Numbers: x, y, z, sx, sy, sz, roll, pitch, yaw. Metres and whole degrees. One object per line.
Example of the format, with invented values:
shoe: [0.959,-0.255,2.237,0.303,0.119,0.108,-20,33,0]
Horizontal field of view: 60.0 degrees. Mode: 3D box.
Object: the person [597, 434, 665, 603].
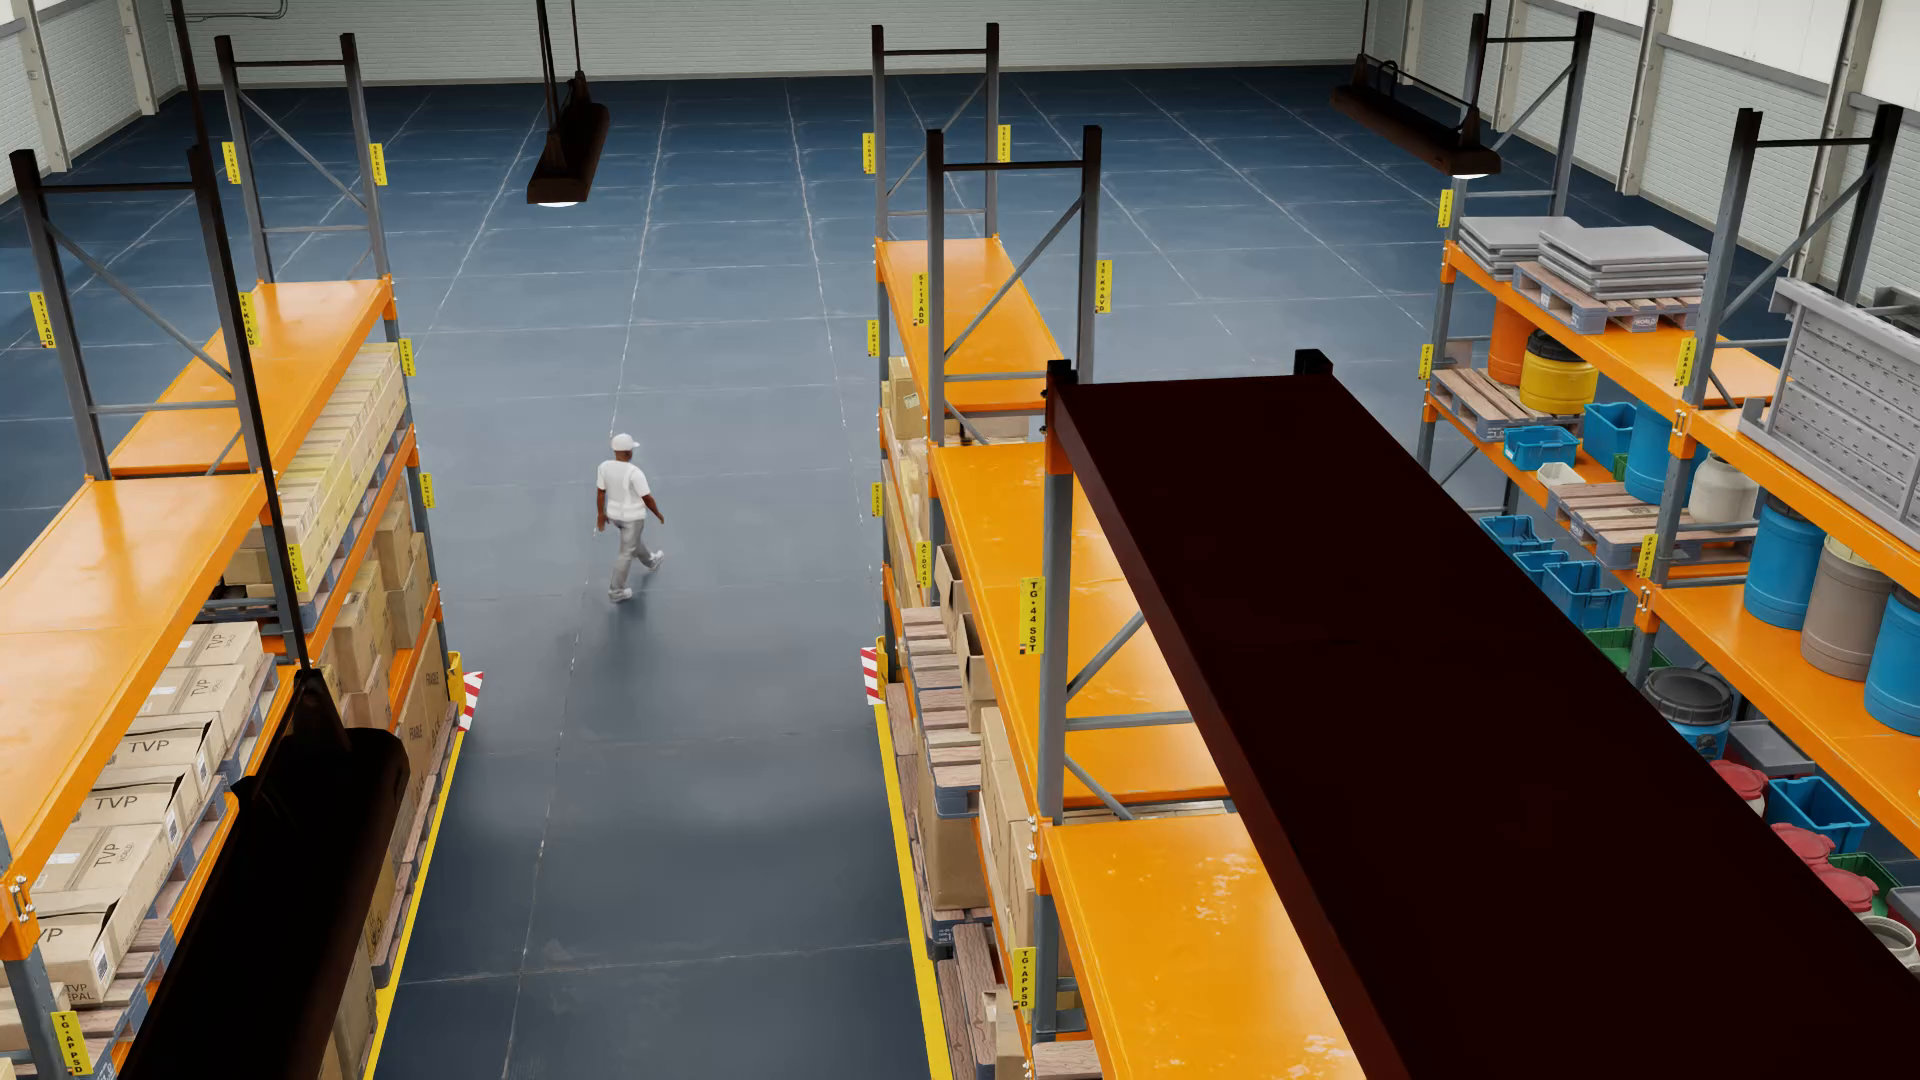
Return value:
person: [-3.345,-0.311,17.118,0.600,1.702,1.060,17,30,31]
